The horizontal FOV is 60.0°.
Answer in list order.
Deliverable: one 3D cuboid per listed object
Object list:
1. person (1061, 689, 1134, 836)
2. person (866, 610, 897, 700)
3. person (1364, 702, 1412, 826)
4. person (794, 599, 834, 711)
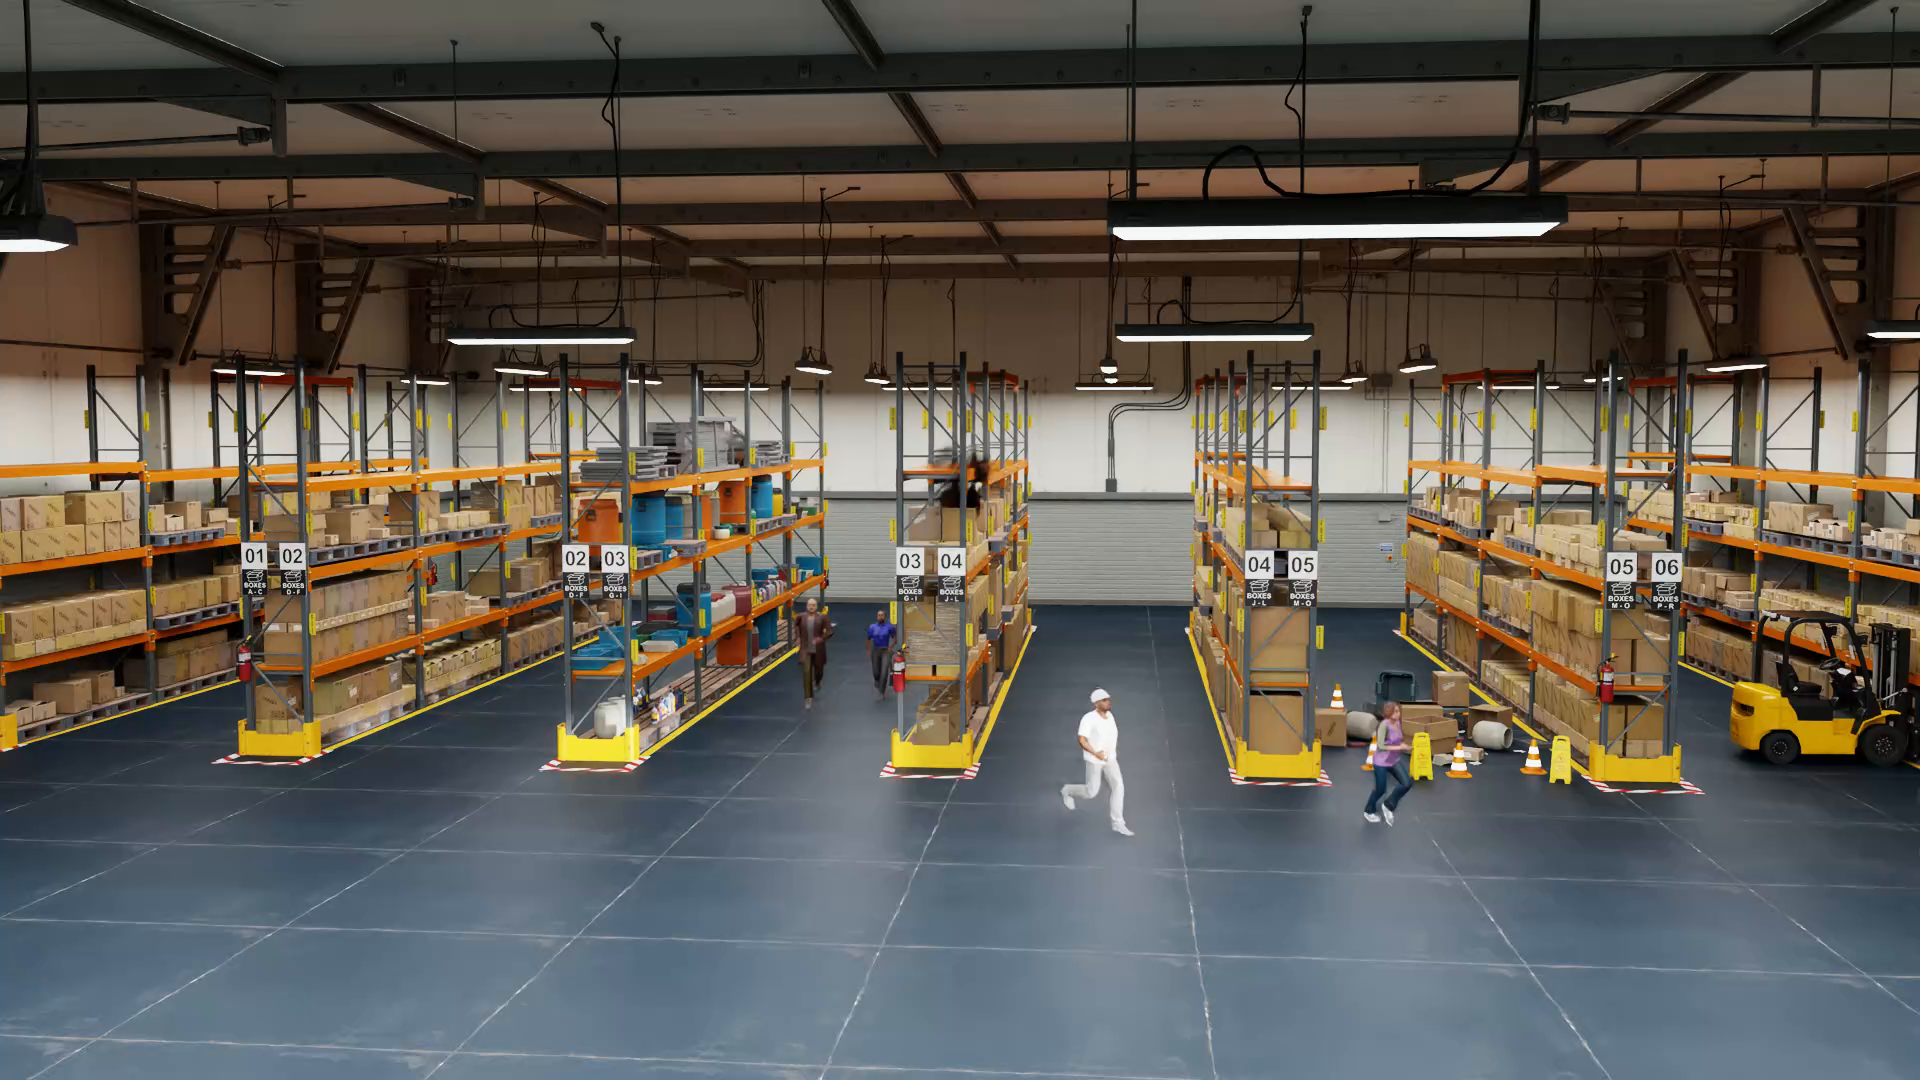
[{"bbox_3d":[1.688,2.704,20.408,0.675,1.754,1.066,-4,5,-42],"label":"person"},{"bbox_3d":[-1.420,2.069,30.160,0.582,1.618,0.578,0,4,0],"label":"person"},{"bbox_3d":[5.269,2.746,20.442,0.567,1.552,0.737,-3,5,-38],"label":"person"},{"bbox_3d":[-2.471,1.890,28.085,0.674,1.811,1.201,0,4,-4],"label":"person"}]
